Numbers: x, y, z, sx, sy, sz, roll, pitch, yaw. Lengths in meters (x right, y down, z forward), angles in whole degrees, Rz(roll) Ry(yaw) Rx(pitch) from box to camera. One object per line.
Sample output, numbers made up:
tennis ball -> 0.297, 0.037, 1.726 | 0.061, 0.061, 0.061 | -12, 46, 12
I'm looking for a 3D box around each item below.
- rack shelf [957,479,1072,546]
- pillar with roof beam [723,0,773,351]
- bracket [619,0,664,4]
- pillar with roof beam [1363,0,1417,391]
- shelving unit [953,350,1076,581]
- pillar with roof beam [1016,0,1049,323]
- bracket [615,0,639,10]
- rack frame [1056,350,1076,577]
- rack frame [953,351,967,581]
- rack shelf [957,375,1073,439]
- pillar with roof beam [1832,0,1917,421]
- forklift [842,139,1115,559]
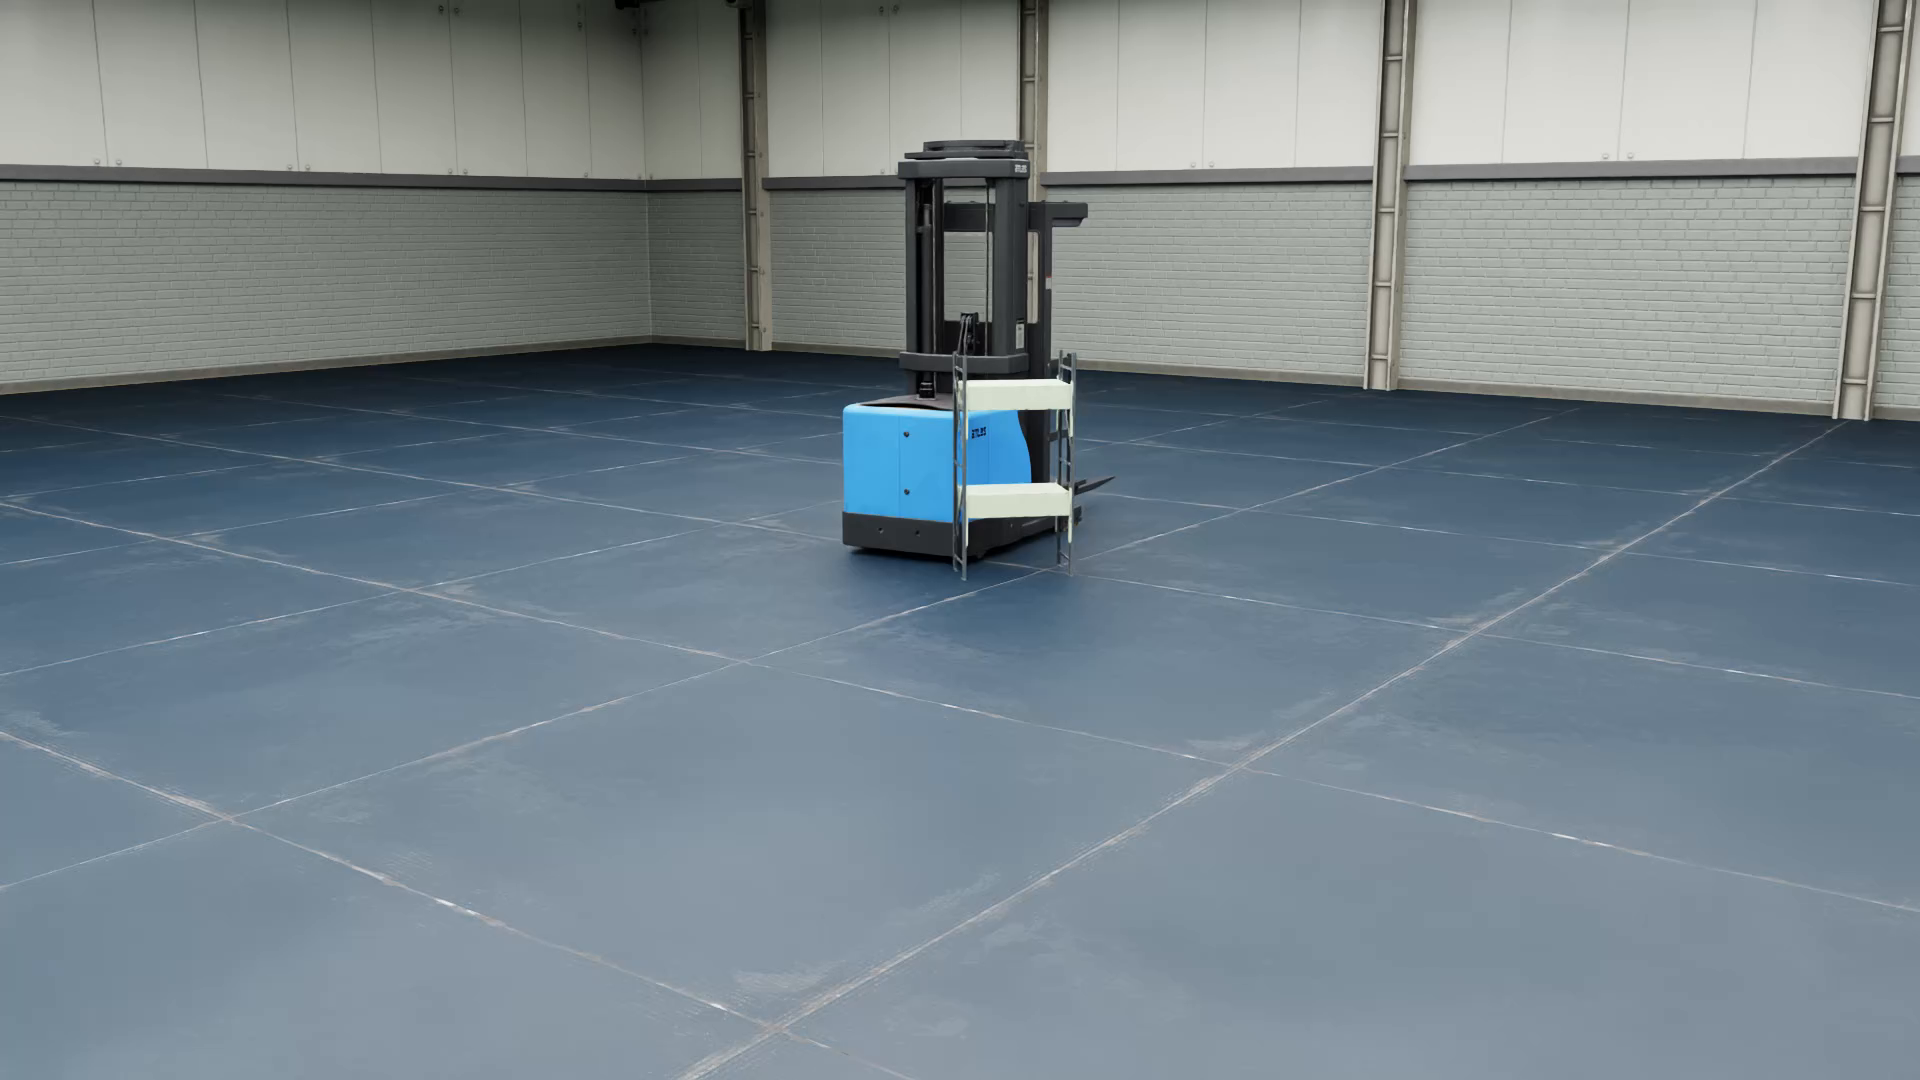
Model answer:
rack shelf -> 0.357, -0.190, 11.278 | 0.720, 0.370, 0.431 | -2, 11, -10
pillar with roof beam -> -6.242, -7.257, 26.350 | 0.548, 9.000, 9.100 | 8, 13, 36
bracket -> -5.672, -9.876, 30.409 | 3.189, 0.066, 0.076 | 8, 13, 36
pillar with roof beam -> 3.430, -5.908, 19.376 | 0.400, 9.000, 9.100 | 8, 13, 36
shelving unit -> 0.358, -0.510, 11.216 | 0.755, 1.500, 0.431 | -2, 11, -10
pillar with roof beam -> -1.406, -6.583, 22.863 | 0.400, 9.000, 9.100 | 8, 13, 36
bracket -> -6.148, -9.942, 30.752 | 0.430, 0.232, 0.235 | 8, 13, 36
rack frame -> 0.718, -0.522, 11.279 | 0.023, 1.500, 0.400 | -2, 11, -10
rack frame -> -0.003, -0.498, 11.152 | 0.023, 1.500, 0.400 | -2, 11, -10
rack shelf -> 0.358, -0.893, 11.141 | 0.720, 0.370, 0.431 | -2, 11, -10
pillar with roof beam -> 8.266, -5.233, 15.889 | 0.400, 9.000, 9.100 | 8, 13, 36
forklift -> 0.300, -1.543, 12.789 | 1.130, 2.935, 3.031 | 6, 12, 28
